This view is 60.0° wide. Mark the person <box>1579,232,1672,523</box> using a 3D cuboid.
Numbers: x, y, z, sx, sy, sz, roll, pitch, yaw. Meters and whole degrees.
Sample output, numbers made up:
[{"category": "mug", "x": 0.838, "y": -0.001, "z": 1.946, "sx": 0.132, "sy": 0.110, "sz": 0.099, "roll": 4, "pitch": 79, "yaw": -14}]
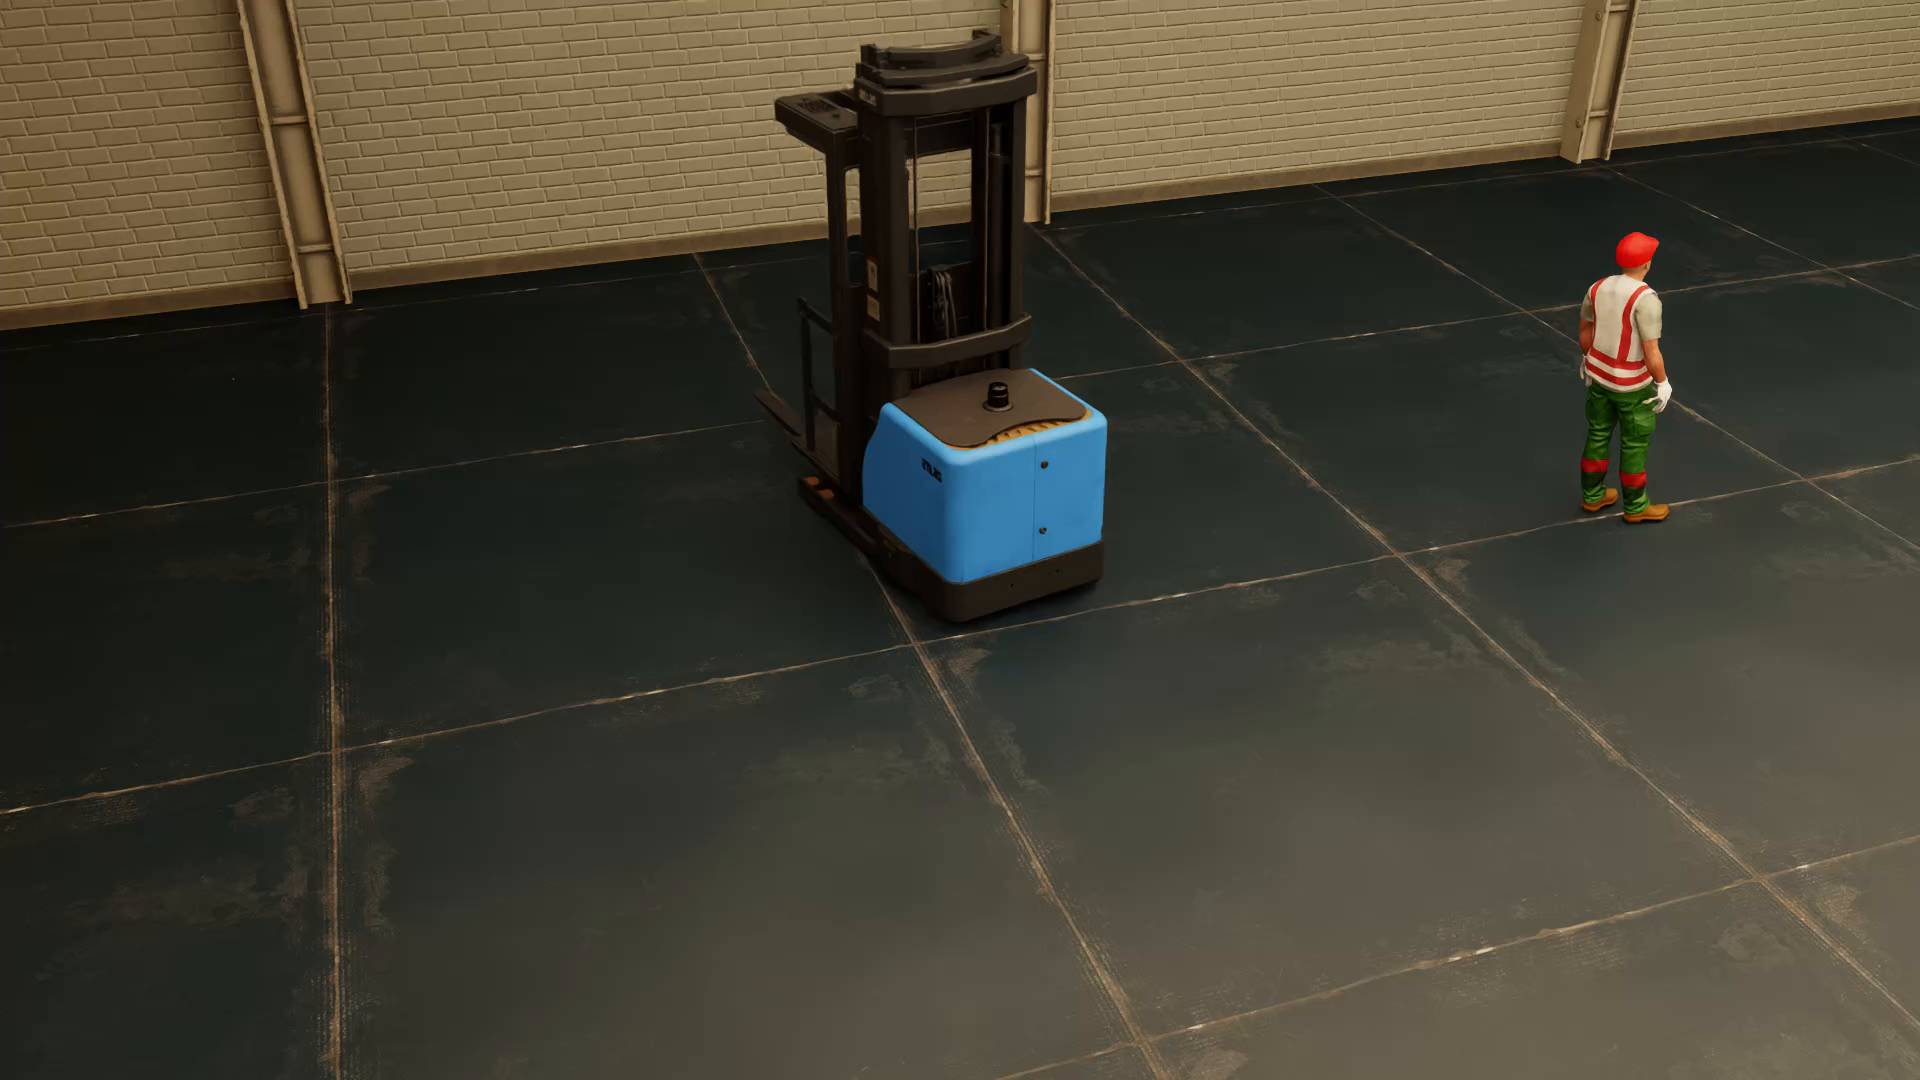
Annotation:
[{"category": "person", "x": 4.003, "y": -0.984, "z": 9.927, "sx": 0.564, "sy": 1.787, "sz": 0.638, "roll": -14, "pitch": 33, "yaw": -23}]

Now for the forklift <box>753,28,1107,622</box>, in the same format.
[{"category": "forklift", "x": -0.359, "y": -1.524, "z": 9.736, "sx": 1.130, "sy": 2.935, "sz": 3.031, "roll": -16, "pitch": 34, "yaw": -26}]
